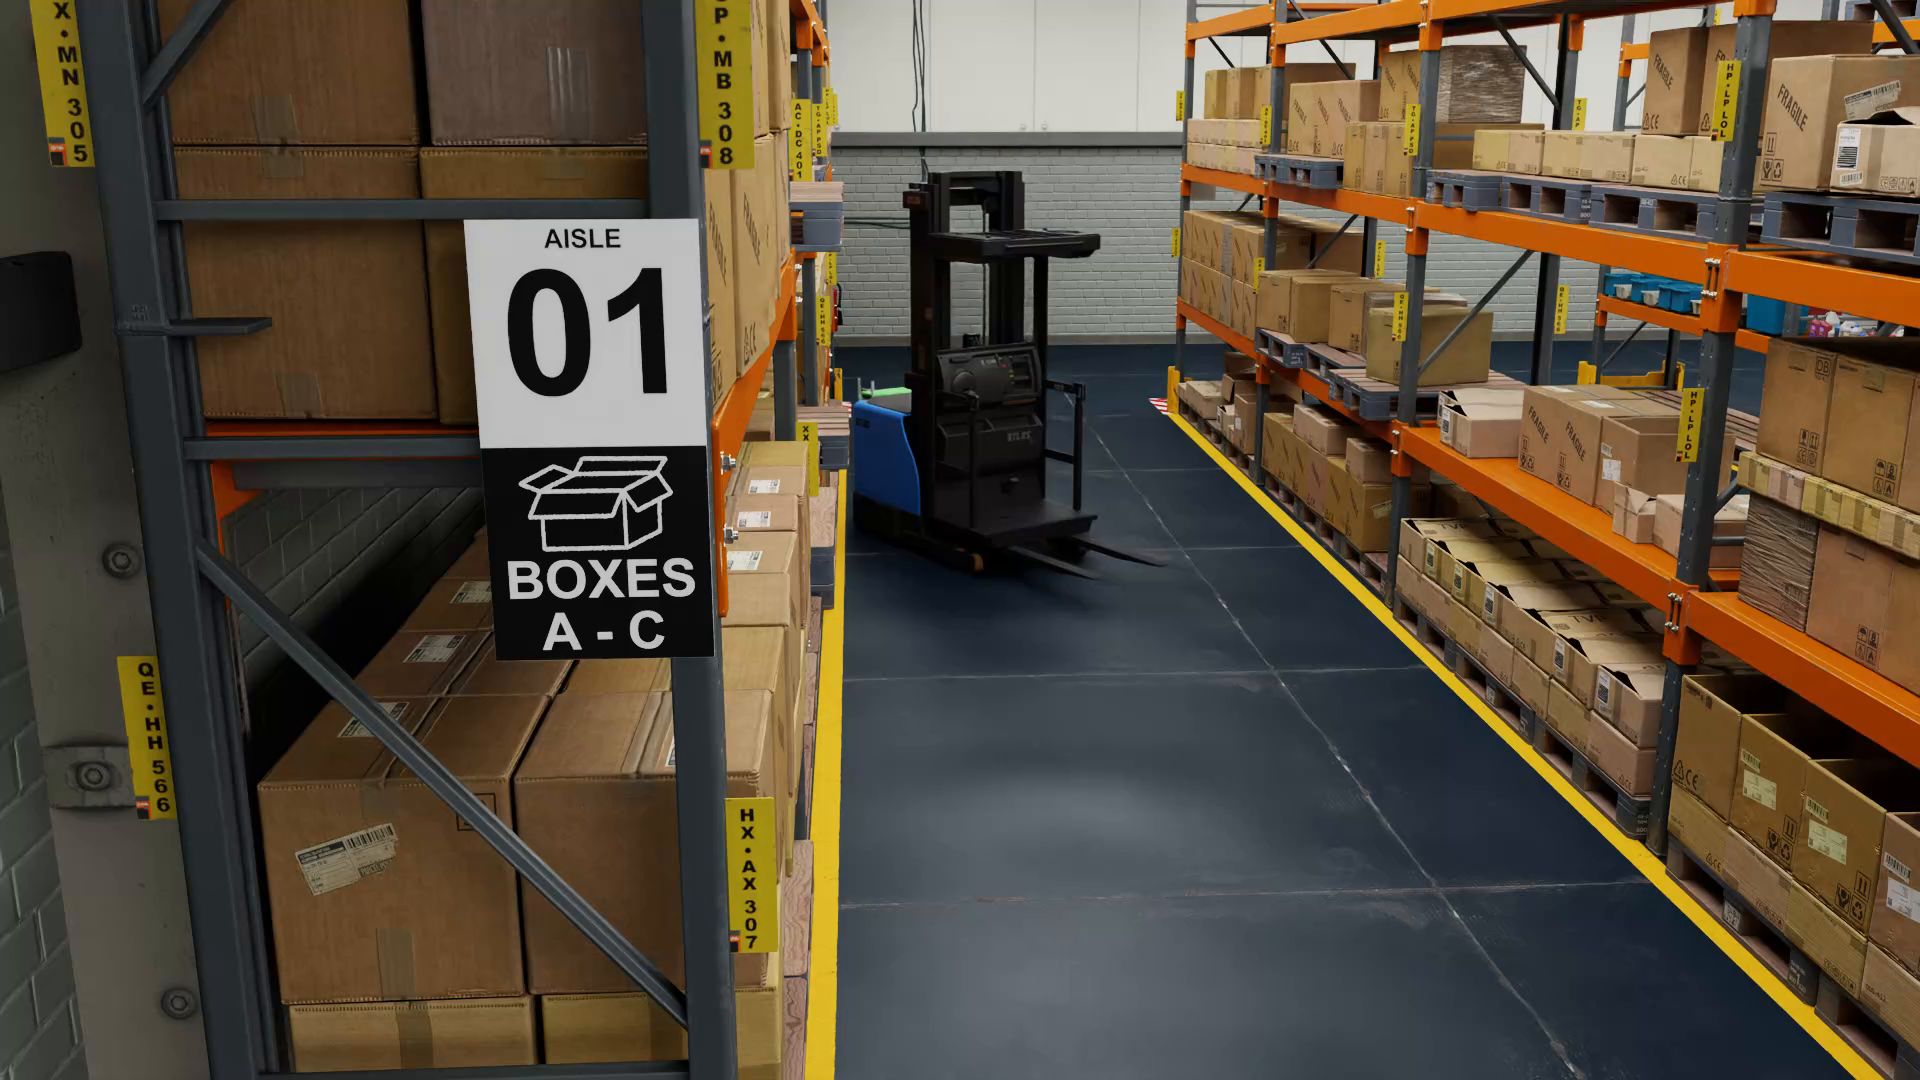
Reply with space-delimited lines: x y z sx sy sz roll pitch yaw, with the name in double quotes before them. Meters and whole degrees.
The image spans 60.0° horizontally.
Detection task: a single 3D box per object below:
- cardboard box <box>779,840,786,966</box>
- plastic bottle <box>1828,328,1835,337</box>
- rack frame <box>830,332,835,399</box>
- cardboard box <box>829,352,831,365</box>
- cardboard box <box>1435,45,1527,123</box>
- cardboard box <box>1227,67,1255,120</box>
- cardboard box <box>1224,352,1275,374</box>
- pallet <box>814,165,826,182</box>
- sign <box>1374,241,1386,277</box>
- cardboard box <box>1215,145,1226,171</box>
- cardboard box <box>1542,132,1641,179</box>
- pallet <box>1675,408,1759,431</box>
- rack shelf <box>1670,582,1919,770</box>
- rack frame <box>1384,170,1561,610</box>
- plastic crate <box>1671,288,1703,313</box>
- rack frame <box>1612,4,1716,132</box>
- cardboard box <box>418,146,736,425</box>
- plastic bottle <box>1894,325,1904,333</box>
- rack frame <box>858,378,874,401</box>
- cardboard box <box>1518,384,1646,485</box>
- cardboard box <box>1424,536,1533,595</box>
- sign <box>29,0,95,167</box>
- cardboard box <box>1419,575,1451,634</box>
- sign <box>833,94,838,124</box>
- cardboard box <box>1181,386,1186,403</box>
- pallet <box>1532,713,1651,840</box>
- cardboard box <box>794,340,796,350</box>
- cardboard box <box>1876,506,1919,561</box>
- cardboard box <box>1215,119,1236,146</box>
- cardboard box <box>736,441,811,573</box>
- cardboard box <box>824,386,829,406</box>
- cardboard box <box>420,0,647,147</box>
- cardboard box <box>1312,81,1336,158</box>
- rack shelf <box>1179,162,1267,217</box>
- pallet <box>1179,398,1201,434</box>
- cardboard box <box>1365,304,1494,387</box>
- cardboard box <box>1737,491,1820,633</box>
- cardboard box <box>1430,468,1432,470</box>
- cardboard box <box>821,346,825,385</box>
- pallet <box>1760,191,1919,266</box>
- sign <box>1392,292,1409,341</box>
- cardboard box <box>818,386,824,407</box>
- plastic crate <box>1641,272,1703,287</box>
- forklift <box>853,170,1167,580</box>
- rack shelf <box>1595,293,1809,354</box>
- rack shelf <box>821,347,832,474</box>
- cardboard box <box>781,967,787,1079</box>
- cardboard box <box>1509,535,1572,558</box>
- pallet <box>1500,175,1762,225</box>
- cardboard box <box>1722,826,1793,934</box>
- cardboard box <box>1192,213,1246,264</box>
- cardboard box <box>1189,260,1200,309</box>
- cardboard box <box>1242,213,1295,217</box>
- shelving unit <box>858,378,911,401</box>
"cardboard box" -0.708 0.889 4.314 0.500 0.250 0.500 -1 14 -5
"plastic bottle" 7.826 -1.801 14.905 0.097 0.201 0.097 0 14 0
"rack frame" -1.940 -2.898 18.771 1.000 3.000 0.127 -1 14 -3
"cardboard box" -1.590 -1.940 17.919 0.380 0.149 0.250 0 14 -2
"cardboard box" 3.479 -3.080 11.251 0.500 0.500 0.500 -1 14 -3
"cardboard box" 3.074 -4.459 16.612 0.700 0.500 0.500 -1 14 -3
"cardboard box" 3.283 -1.847 18.818 0.500 0.500 0.500 -1 14 -3
"pallet" -1.537 -2.429 11.308 1.213 0.211 1.003 0 14 -1
"sign" 3.805 -2.551 15.098 0.100 0.325 0.005 -1 14 -3
"cardboard box" 2.870 -3.851 16.755 0.500 0.250 0.500 -1 14 -3
"cardboard box" 3.659 -2.185 9.438 0.500 0.250 0.500 -1 14 -5
"pallet" 8.033 -1.192 17.737 1.003 0.211 1.213 -1 14 -3
"rack shelf" 3.871 0.854 5.630 1.077 0.370 4.000 -1 14 -3
"rack frame" 3.500 -0.986 11.340 1.000 3.000 0.127 -1 14 -3
"plastic crate" 7.735 -2.531 17.558 0.416 0.233 0.300 -1 14 -3
"rack frame" 7.948 -5.957 18.618 1.000 3.000 0.127 -1 14 -3
"cardboard box" -0.720 -0.517 3.255 0.500 0.500 0.500 -1 14 -2
"plastic bottle" 8.543 -1.903 15.153 0.152 0.276 0.135 -1 14 -3
"rack frame" -0.786 -0.763 14.077 0.015 1.200 0.240 -10 17 -33
"cardboard box" 3.620 -0.618 9.706 0.500 0.500 0.500 -2 15 -6
"cardboard box" 3.280 0.136 10.529 0.500 0.311 0.500 -1 14 -5
"sign" -1.504 -0.797 2.808 0.100 0.325 0.005 -1 14 -3
"cardboard box" 3.271 0.402 10.620 0.500 0.250 0.500 -1 14 -5
"sign" -1.398 -4.746 18.316 0.100 0.325 0.005 -1 14 -3
"cardboard box" 2.702 -1.645 18.704 0.380 0.166 0.250 -1 14 -3
"pallet" 3.663 1.176 8.530 1.003 0.211 1.213 -1 14 -3
"cardboard box" -1.405 -1.054 10.518 0.700 0.500 0.500 -3 15 -10
"cardboard box" 3.635 -0.030 6.121 0.380 0.149 0.250 -1 14 -5
"cardboard box" 2.864 -4.093 16.693 0.500 0.250 0.500 -1 14 -3
"cardboard box" -0.859 -0.101 6.657 0.500 0.500 0.500 -1 14 -4
"cardboard box" -1.522 -0.906 14.500 0.750 0.750 0.750 -1 14 -3
"cardboard box" -0.730 -1.014 3.180 0.500 0.500 0.500 -2 15 -7
"cardboard box" 3.274 -3.442 13.619 0.600 0.600 0.600 -1 14 -4
"rack shelf" 3.128 -3.583 16.855 1.077 0.370 4.000 -1 14 -3
"pallet" 3.059 -1.408 18.576 1.003 0.211 1.213 -1 14 -3
"cardboard box" 3.348 -1.393 11.877 0.700 0.500 0.500 -6 16 -22
"cardboard box" 3.781 0.070 7.032 0.700 0.500 0.500 -1 14 -5
"cardboard box" 3.693 -0.361 13.044 0.500 0.500 0.500 -1 14 -4
"cardboard box" -1.242 -1.366 11.978 0.500 0.500 0.500 0 14 -2
"pallet" 3.826 -1.189 6.288 1.003 0.211 1.213 -1 14 -3
"sign" 2.959 -1.498 11.163 0.100 0.325 0.005 -1 14 -3
"cardboard box" -1.172 -1.012 11.906 0.380 0.149 0.250 0 14 -2
"plastic crate" 8.155 -3.017 19.042 0.616 0.435 0.499 -1 14 -3
"forklift" 0.355 -1.290 12.659 1.130 2.935 3.031 -10 17 -33
"rack shelf" 8.072 -2.206 17.522 1.077 0.370 4.000 -1 14 -3
"rack shelf" -1.568 -1.058 13.062 1.077 0.370 4.000 -1 14 -3
"cardboard box" -0.933 1.580 5.500 0.700 0.500 0.500 -2 15 -7
"cardboard box" 3.817 0.126 10.566 0.500 0.311 0.500 -1 14 -4
"pallet" 3.703 -1.902 9.258 1.003 0.211 1.213 0 14 -1
"cardboard box" 3.499 1.381 6.813 0.500 0.250 0.500 -1 14 -3
"cardboard box" 2.808 -3.264 17.986 0.500 0.500 0.500 -1 14 -3
"cardboard box" 2.806 -2.782 18.117 0.500 0.500 0.500 -1 14 -4
"cardboard box" 3.338 -3.276 18.033 0.500 0.500 0.500 0 14 -2
"shelving unit" -0.585 -0.797 14.211 0.503 1.200 0.258 -10 17 -33
